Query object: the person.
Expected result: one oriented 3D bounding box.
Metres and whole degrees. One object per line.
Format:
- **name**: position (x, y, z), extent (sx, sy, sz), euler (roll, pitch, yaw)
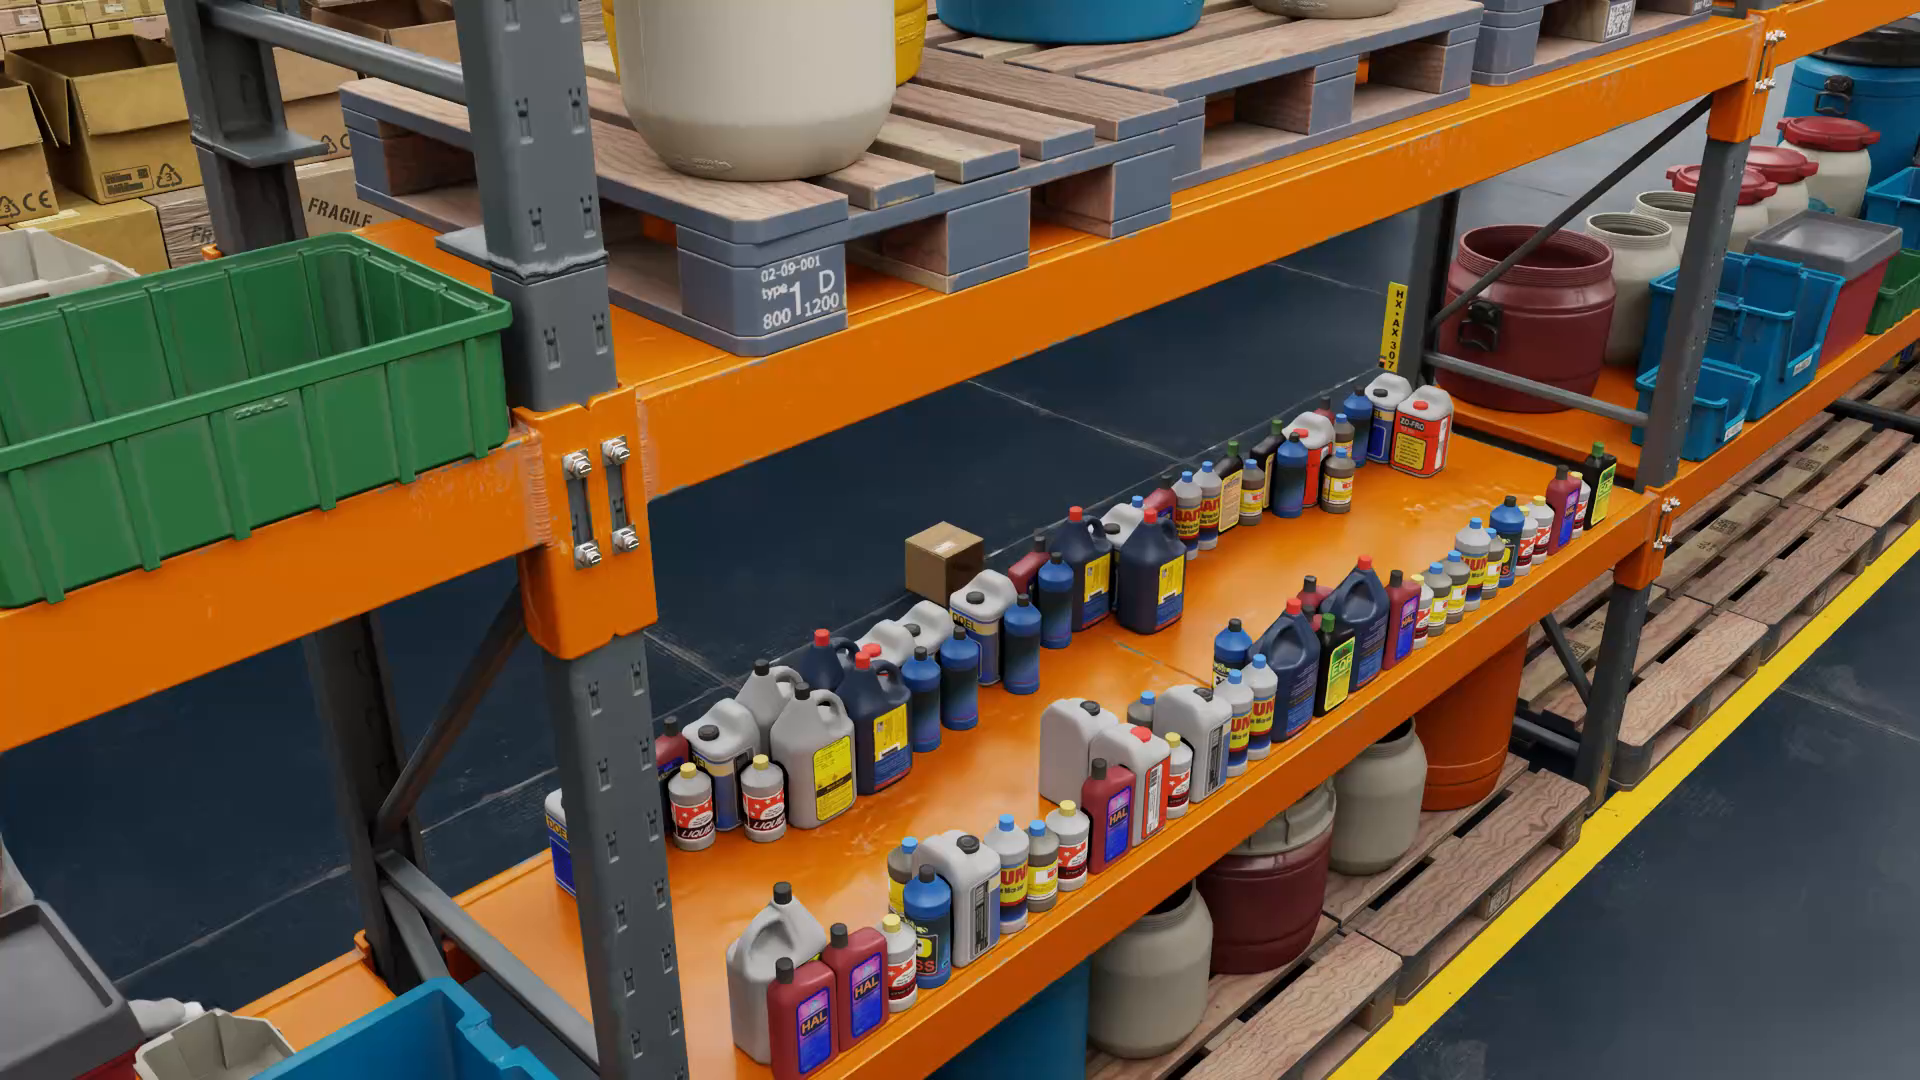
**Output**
- **person**: position (-2.500, 0.949, 4.306), extent (0.442, 1.651, 0.765), euler (23, 36, 36)
